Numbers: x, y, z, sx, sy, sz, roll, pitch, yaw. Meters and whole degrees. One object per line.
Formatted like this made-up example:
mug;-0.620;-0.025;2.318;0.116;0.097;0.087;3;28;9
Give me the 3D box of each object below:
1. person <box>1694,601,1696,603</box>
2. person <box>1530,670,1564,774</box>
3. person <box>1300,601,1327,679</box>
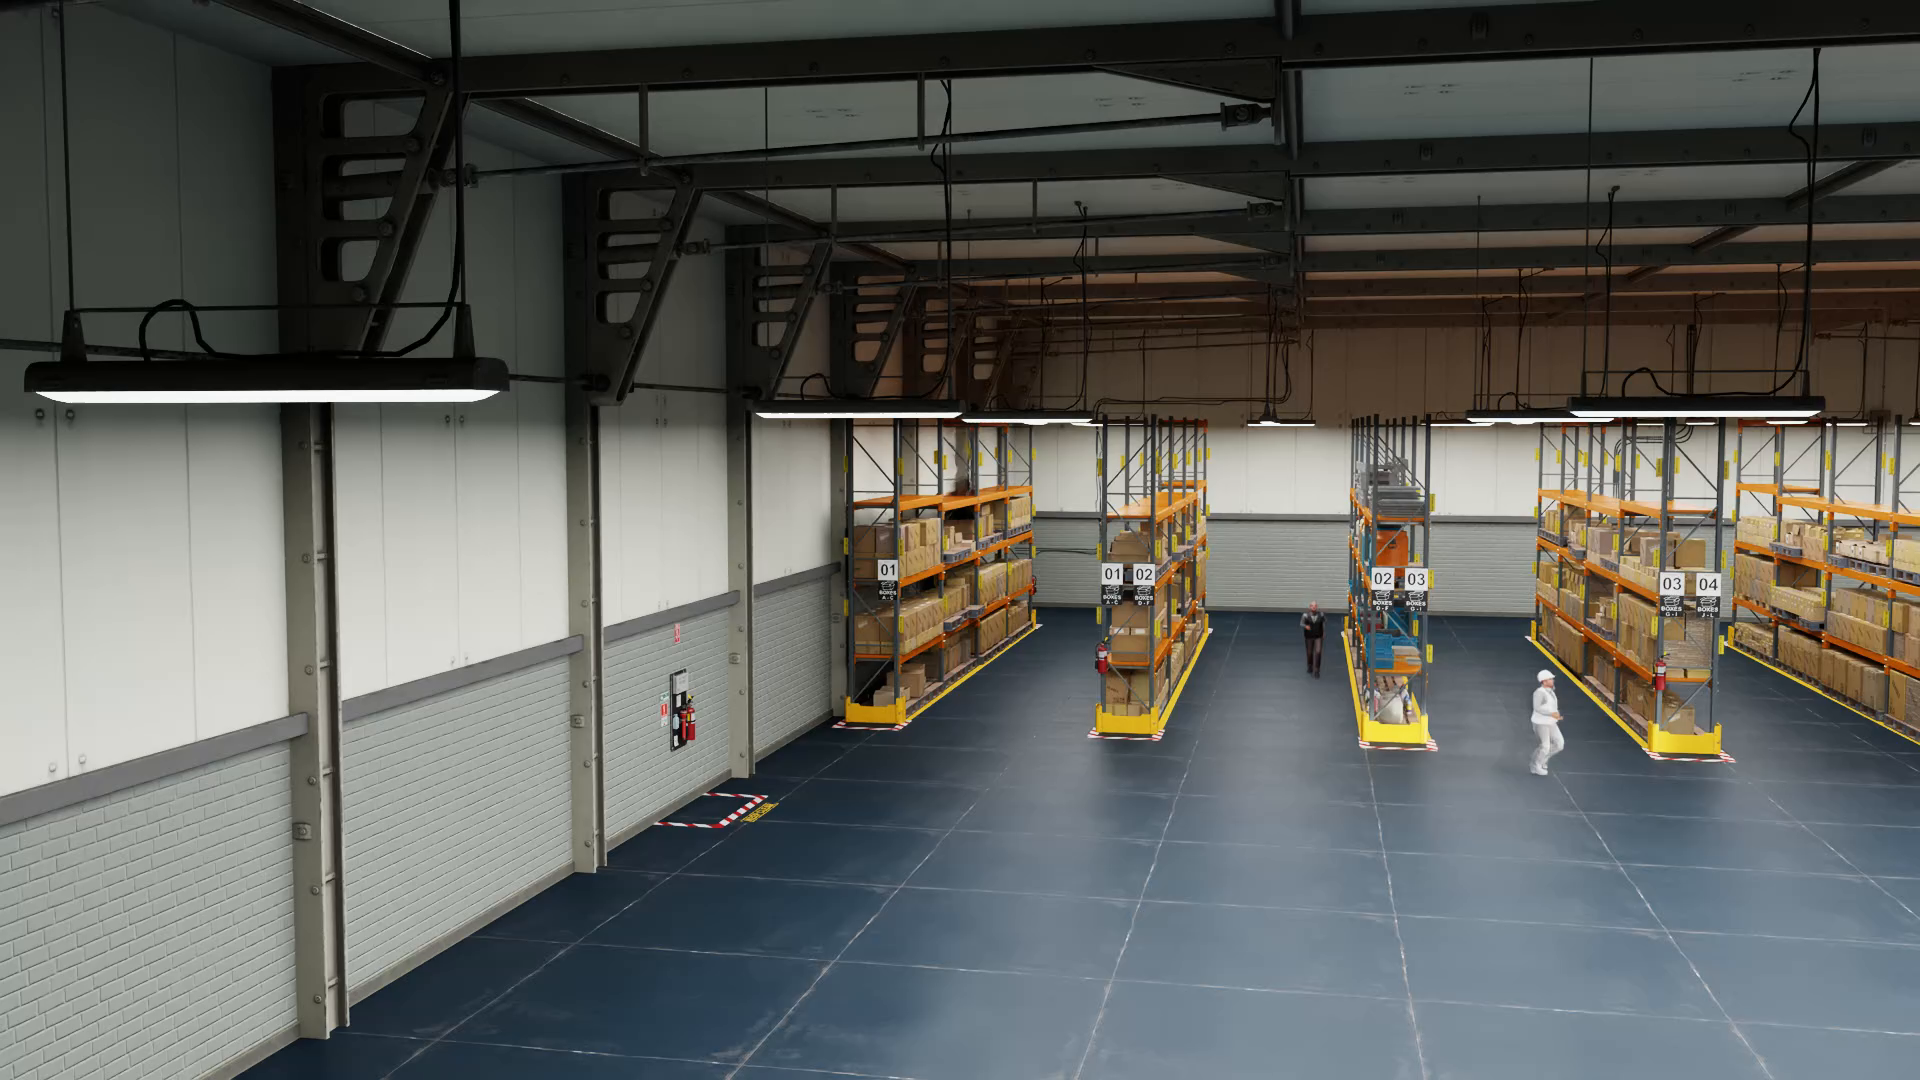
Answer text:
person;17.930;2.193;40.441;0.577;1.740;0.713;0;4;1
person;9.714;3.015;27.465;0.596;1.734;0.569;4;5;44
person;8.180;2.289;38.530;0.610;1.754;0.889;1;4;14
